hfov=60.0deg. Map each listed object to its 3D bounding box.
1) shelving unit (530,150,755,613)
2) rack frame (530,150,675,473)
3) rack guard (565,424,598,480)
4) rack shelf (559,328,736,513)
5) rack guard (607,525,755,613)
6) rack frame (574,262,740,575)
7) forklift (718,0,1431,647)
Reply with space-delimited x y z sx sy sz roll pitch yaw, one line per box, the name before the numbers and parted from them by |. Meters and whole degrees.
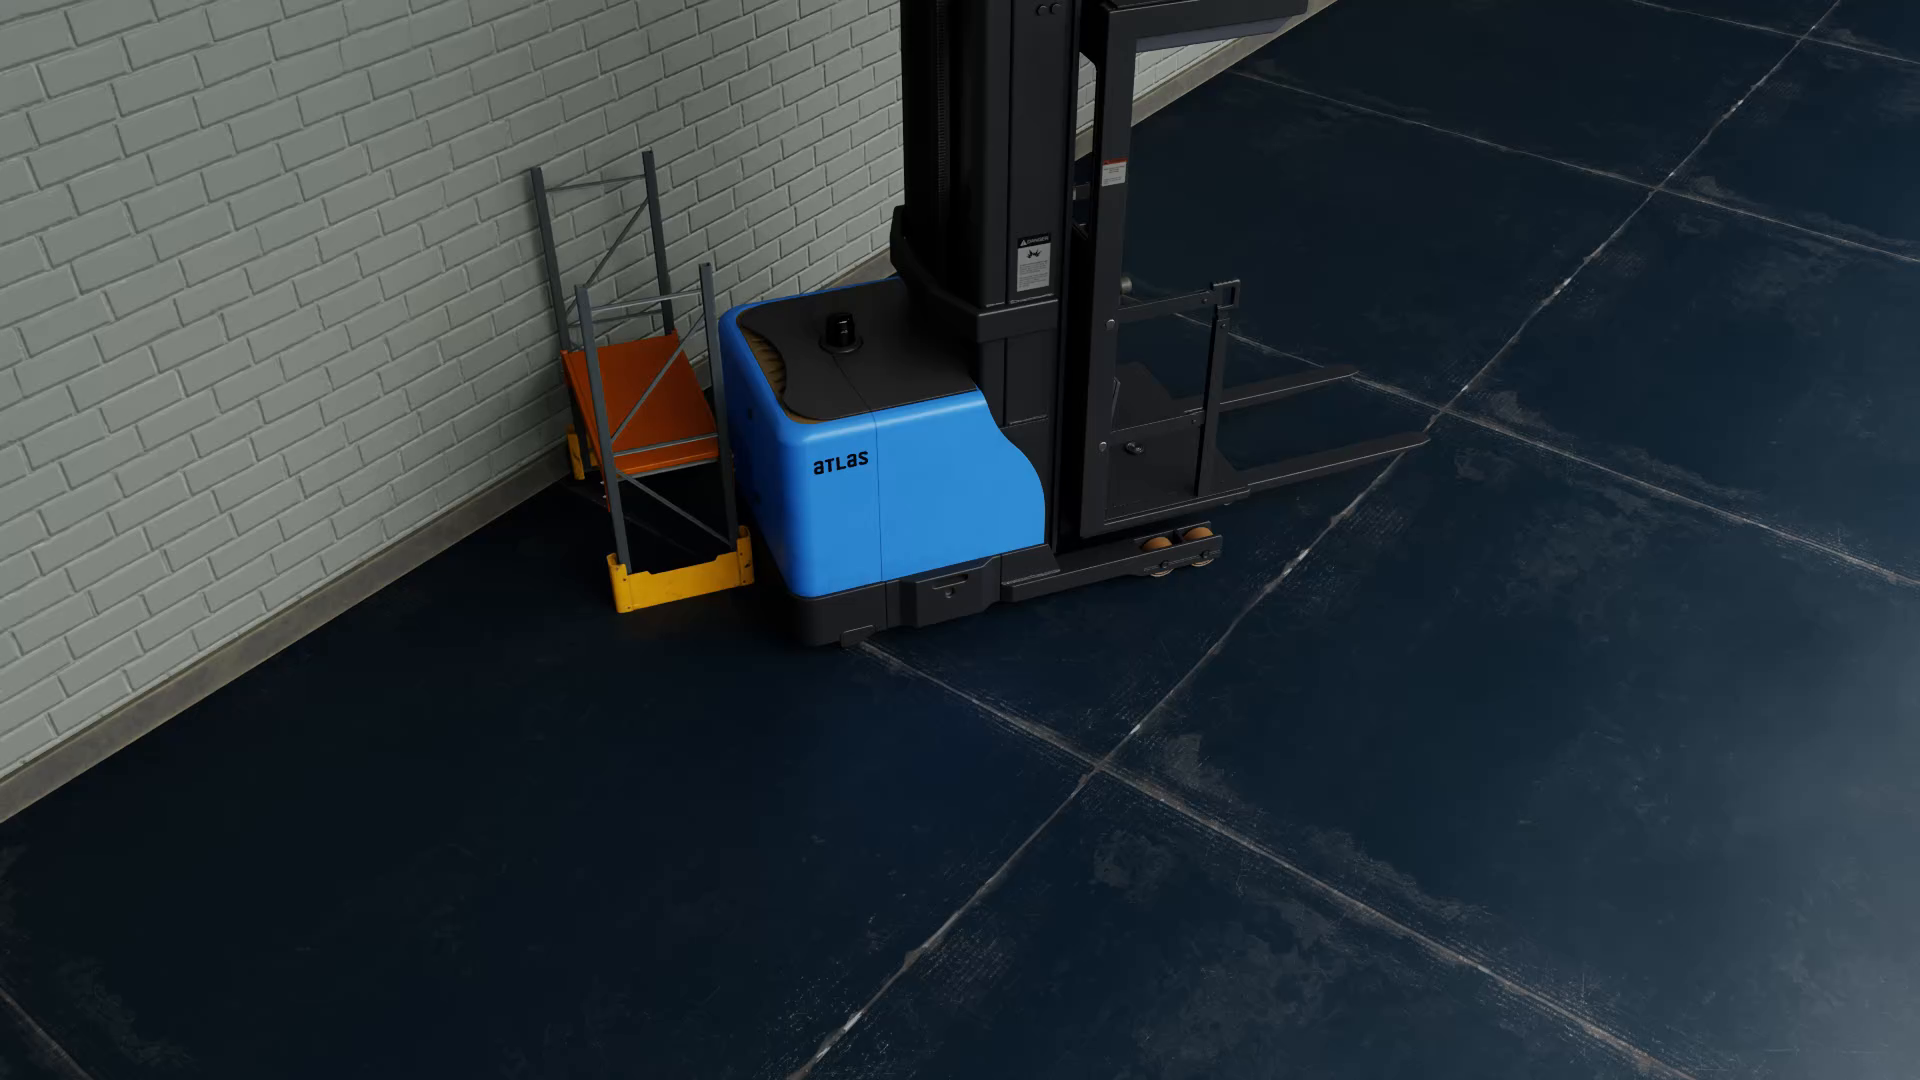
shelving unit | -1.324 -0.660 6.876 0.587 1.500 1.083 -13 40 -16
rack frame | -1.503 -0.959 7.259 0.500 1.500 0.032 -13 40 -16
rack guard | -1.496 -0.456 7.630 0.587 0.250 0.087 -13 40 -16
rack shelf | -1.327 -0.524 6.994 0.538 0.185 1.000 -13 40 -16
rack guard | -1.152 0.120 6.894 0.587 0.250 0.087 -13 40 -16
rack frame | -1.151 -0.371 6.508 0.500 1.500 0.032 -13 40 -16
forklift | 0.582 -1.290 6.521 3.031 2.935 1.130 -13 40 -16
